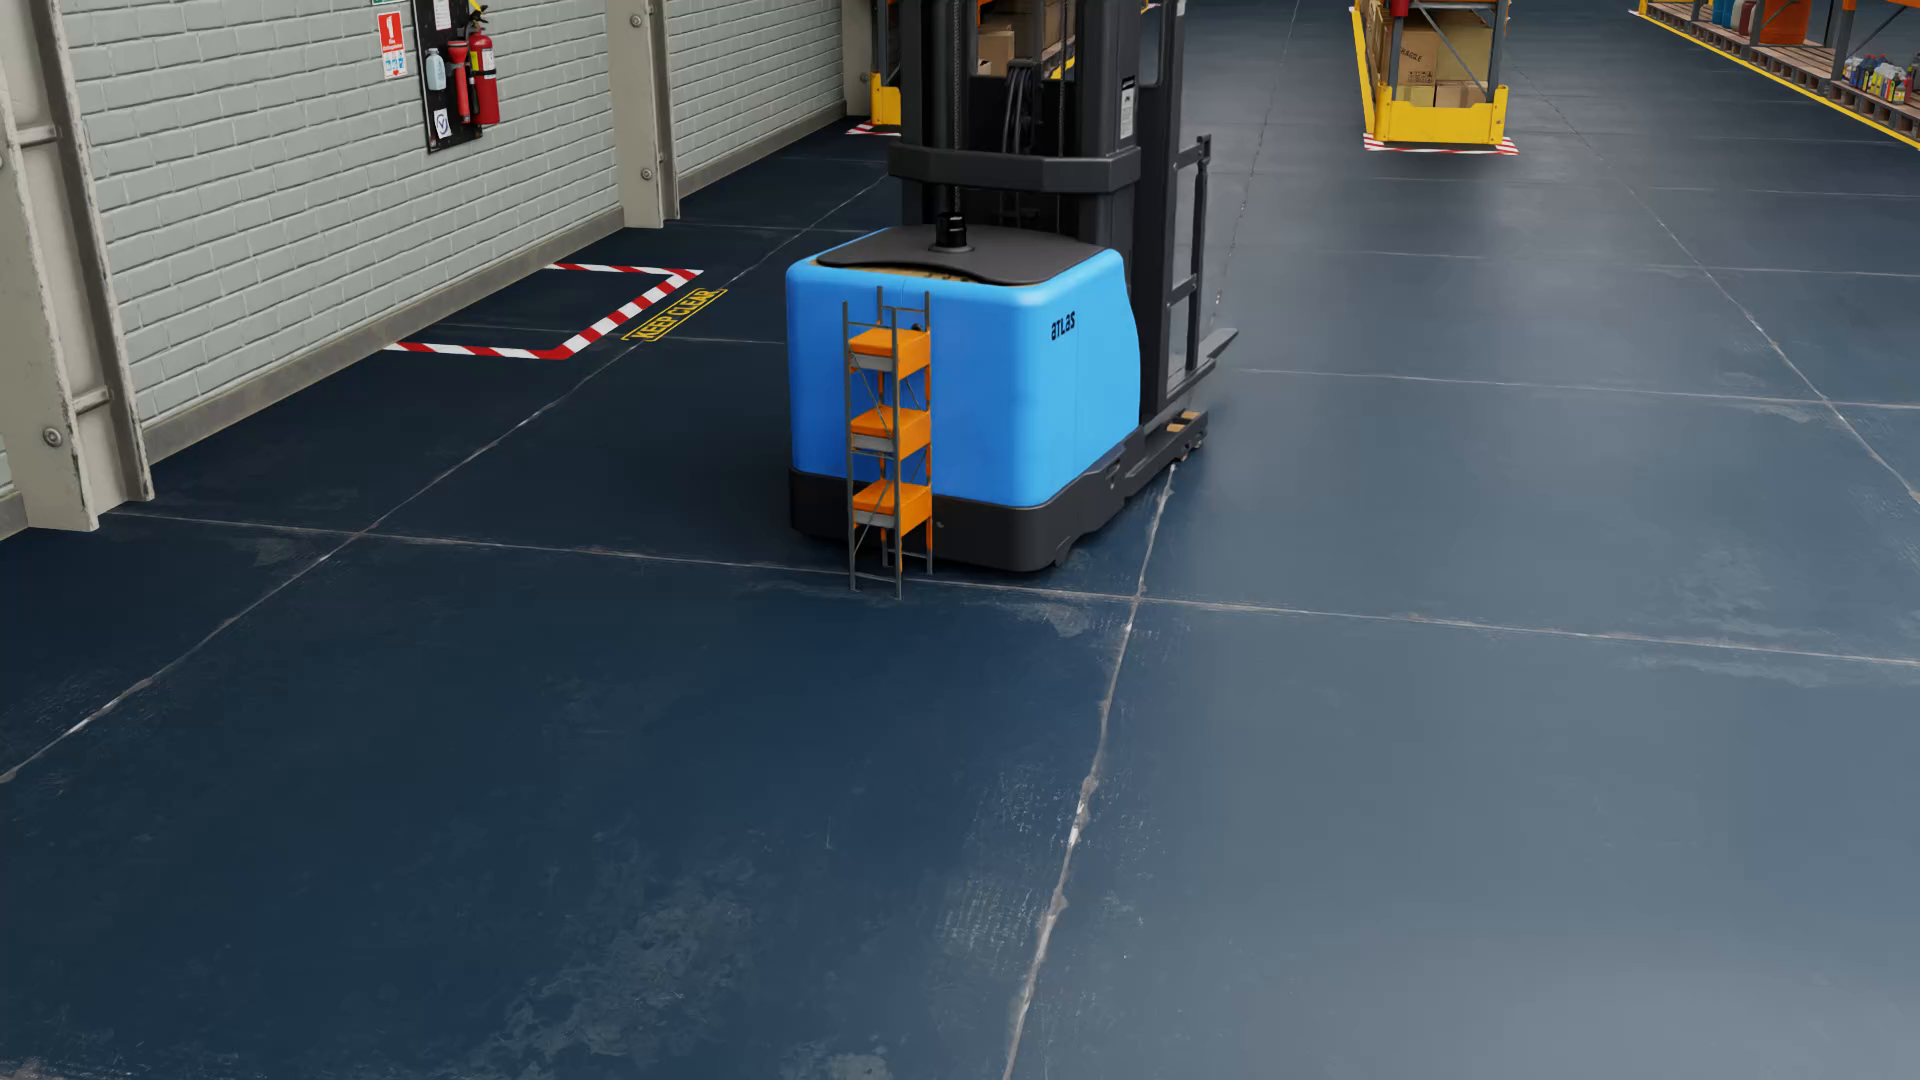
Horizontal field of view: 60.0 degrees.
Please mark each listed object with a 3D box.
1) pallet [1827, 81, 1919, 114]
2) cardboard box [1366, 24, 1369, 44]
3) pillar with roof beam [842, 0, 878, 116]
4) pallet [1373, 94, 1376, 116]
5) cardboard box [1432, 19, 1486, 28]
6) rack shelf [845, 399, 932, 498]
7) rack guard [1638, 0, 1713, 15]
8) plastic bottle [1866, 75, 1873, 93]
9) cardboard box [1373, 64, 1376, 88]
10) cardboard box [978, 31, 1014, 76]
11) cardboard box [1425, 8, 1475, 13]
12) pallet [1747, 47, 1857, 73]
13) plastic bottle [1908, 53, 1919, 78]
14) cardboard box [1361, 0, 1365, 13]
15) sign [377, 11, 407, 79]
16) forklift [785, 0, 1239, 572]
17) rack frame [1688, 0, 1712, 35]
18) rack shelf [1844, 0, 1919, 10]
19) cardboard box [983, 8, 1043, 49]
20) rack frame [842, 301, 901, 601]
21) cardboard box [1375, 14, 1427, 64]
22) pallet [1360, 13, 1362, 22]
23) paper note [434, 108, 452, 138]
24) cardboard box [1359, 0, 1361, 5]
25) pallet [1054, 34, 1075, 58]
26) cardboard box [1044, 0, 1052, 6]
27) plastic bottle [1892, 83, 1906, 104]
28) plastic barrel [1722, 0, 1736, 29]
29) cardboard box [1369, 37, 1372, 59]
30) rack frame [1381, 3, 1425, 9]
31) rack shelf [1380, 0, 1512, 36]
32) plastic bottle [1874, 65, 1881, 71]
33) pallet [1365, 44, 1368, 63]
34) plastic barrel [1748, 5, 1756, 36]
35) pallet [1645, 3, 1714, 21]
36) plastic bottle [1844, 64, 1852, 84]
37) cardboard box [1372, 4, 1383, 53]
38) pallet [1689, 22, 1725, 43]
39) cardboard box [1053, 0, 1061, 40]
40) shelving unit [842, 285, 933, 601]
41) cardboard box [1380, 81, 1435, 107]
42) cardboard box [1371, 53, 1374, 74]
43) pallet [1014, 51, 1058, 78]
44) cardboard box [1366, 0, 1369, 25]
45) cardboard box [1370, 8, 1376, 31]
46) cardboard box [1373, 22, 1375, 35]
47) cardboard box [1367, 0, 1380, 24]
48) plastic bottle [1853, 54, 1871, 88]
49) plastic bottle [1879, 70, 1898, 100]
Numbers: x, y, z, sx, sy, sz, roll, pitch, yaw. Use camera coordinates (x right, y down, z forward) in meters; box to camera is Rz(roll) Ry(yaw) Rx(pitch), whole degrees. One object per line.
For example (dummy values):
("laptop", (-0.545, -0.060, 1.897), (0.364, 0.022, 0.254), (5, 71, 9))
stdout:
("pallet", (10.016, -4.746, 17.854), (1.003, 0.211, 1.213), (4, 22, 11))
("cardboard box", (5.666, -6.690, 22.067), (0.500, 0.250, 0.500), (4, 22, 9))
("pillar with roof beam", (3.190, -8.350, 15.042), (9.100, 9.000, 0.400), (4, 22, 11))
("pallet", (4.896, -4.632, 17.572), (1.003, 0.211, 1.213), (4, 22, 11))
("cardboard box", (5.046, -5.011, 16.895), (0.500, 0.500, 0.500), (4, 22, 11))
("rack shelf", (-0.245, -0.320, 5.772), (0.215, 0.259, 0.240), (10, 24, 24))
("rack guard", (12.635, -9.520, 29.323), (1.175, 0.500, 0.348), (4, 22, 11))
("plastic bottle", (9.504, -4.753, 17.297), (0.097, 0.201, 0.097), (0, 22, 0))
("cardboard box", (4.644, -4.885, 17.586), (0.500, 0.250, 0.500), (4, 22, 11))
("cardboard box", (0.223, -5.338, 18.348), (0.700, 0.500, 0.500), (3, 22, 8))
("cardboard box", (5.352, -5.559, 18.257), (0.500, 0.500, 0.500), (4, 22, 11))
("pallet", (10.814, -6.170, 21.392), (1.003, 0.211, 1.213), (4, 22, 11))
("plastic bottle", (10.204, -5.010, 17.736), (0.144, 0.351, 0.185), (4, 22, 11))
("cardboard box", (6.817, -8.861, 27.097), (0.500, 0.500, 0.500), (4, 22, 11))
("sign", (-3.004, -2.623, 8.803), (0.001, 0.329, 0.234), (4, 22, 11))
("forklift", (0.449, -1.761, 6.803), (1.130, 2.935, 3.031), (10, 24, 24))
("rack frame", (11.826, -9.207, 25.200), (1.000, 3.000, 0.127), (4, 22, 11))
("rack shelf", (9.786, -5.216, 16.253), (1.077, 0.370, 4.000), (4, 22, 11))
("cardboard box", (0.686, -6.545, 21.345), (0.700, 0.500, 0.500), (4, 22, 10))
("rack frame", (-0.298, -0.289, 5.666), (0.200, 1.050, 0.008), (10, 24, 24))
("cardboard box", (4.641, -5.233, 17.447), (0.500, 0.500, 0.500), (4, 22, 11))
("pallet", (7.366, -8.991, 28.396), (1.003, 0.211, 1.213), (4, 22, 11))
("paper note", (-2.894, -2.332, 9.309), (0.016, 0.148, 0.142), (4, 22, 11))
("cardboard box", (7.202, -9.435, 28.856), (0.500, 0.250, 0.500), (4, 22, 11))
("pallet", (1.151, -6.920, 23.254), (1.003, 0.211, 1.213), (4, 22, 11))
("cardboard box", (0.938, -7.233, 22.050), (0.500, 0.250, 0.500), (4, 22, 11))
("plastic bottle", (9.323, -4.430, 16.494), (0.097, 0.201, 0.097), (0, 22, 0))
("plastic barrel", (11.554, -7.972, 24.380), (0.600, 0.901, 0.708), (4, 22, 11))
("cardboard box", (5.355, -6.126, 20.666), (0.500, 0.250, 0.500), (5, 22, 12))
("rack frame", (5.346, -6.660, 18.876), (1.000, 3.000, 0.127), (4, 22, 11))
("rack shelf", (4.938, -5.595, 17.194), (1.077, 0.370, 4.000), (4, 22, 11))
("plastic bottle", (9.591, -4.831, 17.396), (0.097, 0.271, 0.097), (0, 22, 0))
("pallet", (5.956, -6.532, 22.289), (1.003, 0.211, 1.213), (4, 22, 11))
("plastic barrel", (11.121, -7.179, 22.931), (0.421, 0.512, 0.421), (0, 22, 0))
("pallet", (12.436, -9.078, 28.611), (1.003, 0.211, 1.213), (4, 22, 11))
("plastic bottle", (9.679, -5.067, 18.077), (0.097, 0.201, 0.097), (0, 22, 0))
("cardboard box", (4.944, -5.782, 18.809), (0.500, 0.500, 0.500), (4, 22, 11))
("pallet", (11.628, -7.635, 25.028), (1.003, 0.211, 1.213), (4, 22, 11))
("cardboard box", (0.997, -7.097, 22.718), (0.700, 0.500, 0.500), (4, 22, 11))
("shelving unit", (-0.245, -0.330, 5.768), (0.215, 1.050, 0.252), (10, 24, 24))
("cardboard box", (4.350, -4.336, 16.222), (0.500, 0.250, 0.500), (4, 22, 11))
("cardboard box", (4.954, -5.433, 18.948), (0.500, 0.250, 0.500), (4, 22, 11))
("pallet", (0.653, -6.028, 21.039), (1.003, 0.211, 1.213), (4, 22, 11))
("cardboard box", (6.330, -7.909, 24.734), (0.500, 0.500, 0.500), (4, 22, 9))
("cardboard box", (5.458, -6.566, 21.011), (0.500, 0.311, 0.500), (4, 22, 10))
("cardboard box", (5.148, -6.010, 19.629), (0.500, 0.311, 0.500), (4, 22, 11))
("cardboard box", (5.767, -7.134, 22.419), (0.500, 0.311, 0.500), (5, 23, 13))
("plastic bottle", (9.623, -4.993, 17.693), (0.144, 0.351, 0.185), (5, 22, 12))
("plastic bottle", (9.430, -4.605, 16.830), (0.152, 0.276, 0.135), (4, 22, 9))
